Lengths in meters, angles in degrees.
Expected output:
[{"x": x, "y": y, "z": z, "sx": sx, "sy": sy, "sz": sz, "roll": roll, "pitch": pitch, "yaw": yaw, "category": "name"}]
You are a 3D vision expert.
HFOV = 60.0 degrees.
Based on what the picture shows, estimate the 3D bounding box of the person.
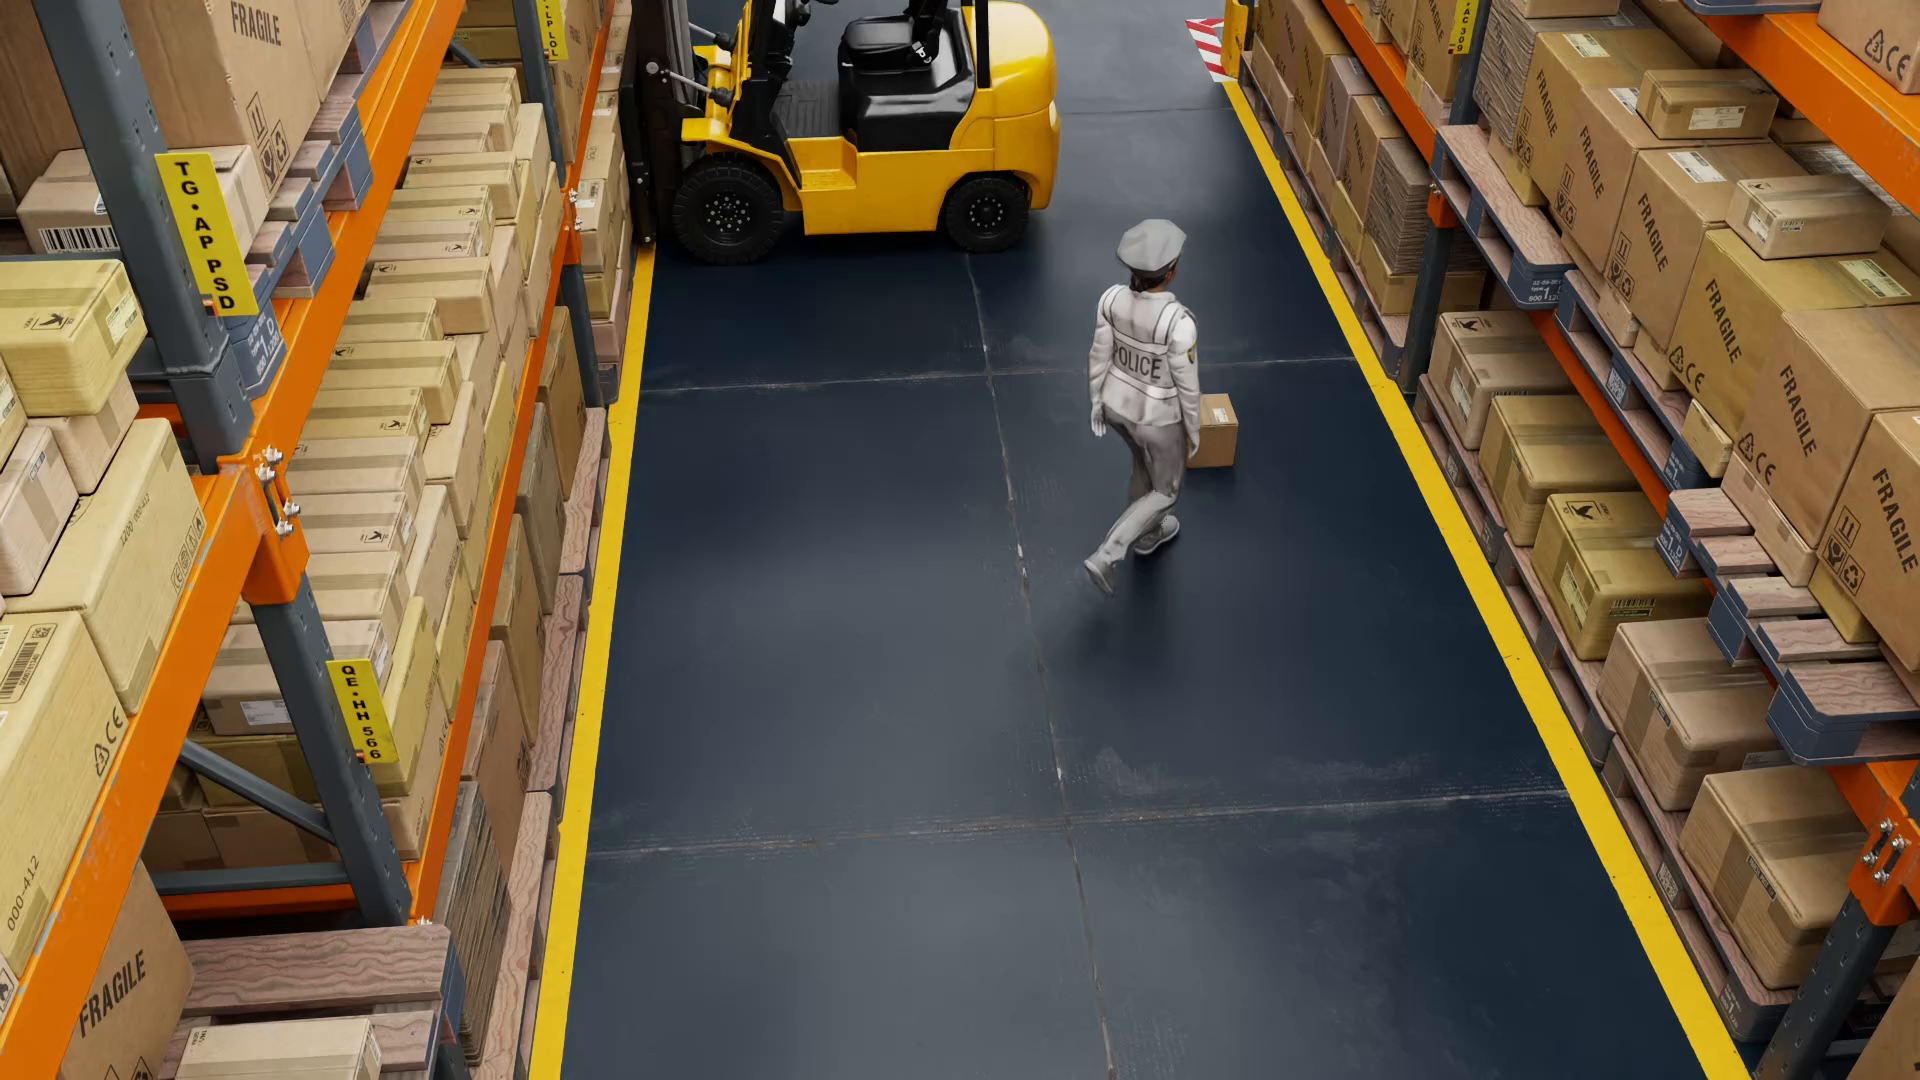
[{"x": 0.730, "y": -0.519, "z": 6.752, "sx": 0.487, "sy": 1.656, "sz": 0.769, "roll": 32, "pitch": 49, "yaw": 33, "category": "person"}]
